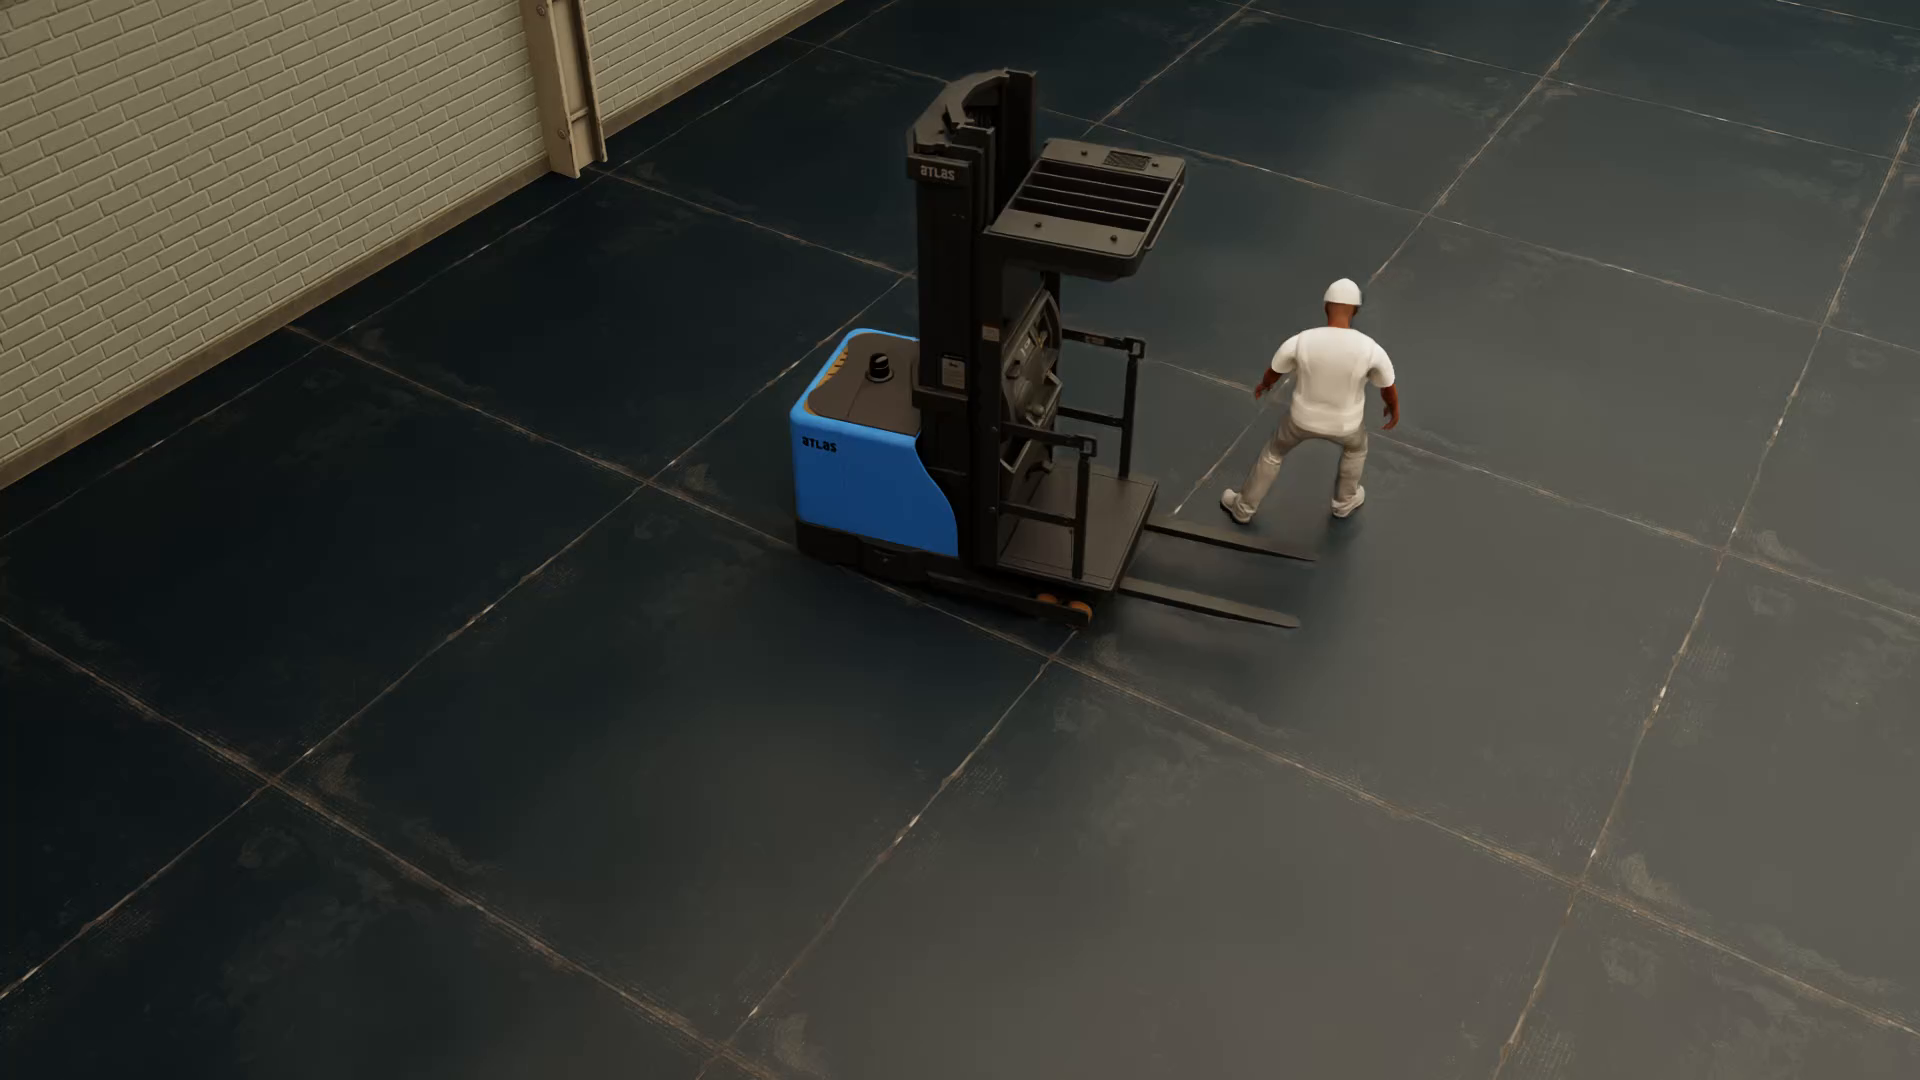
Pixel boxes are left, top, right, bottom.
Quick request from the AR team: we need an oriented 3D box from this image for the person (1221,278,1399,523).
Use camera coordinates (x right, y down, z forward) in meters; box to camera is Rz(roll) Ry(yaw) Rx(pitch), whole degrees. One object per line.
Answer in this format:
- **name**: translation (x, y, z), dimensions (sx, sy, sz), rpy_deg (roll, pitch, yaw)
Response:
- **person**: translation (2.131, -0.830, 9.923), dimensions (0.972, 1.680, 0.546), rpy_deg (11, 41, 13)

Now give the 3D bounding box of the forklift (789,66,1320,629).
- **forklift**: translation (0.582, -0.992, 9.137), dimensions (3.031, 2.935, 1.130), rpy_deg (13, 42, 15)
